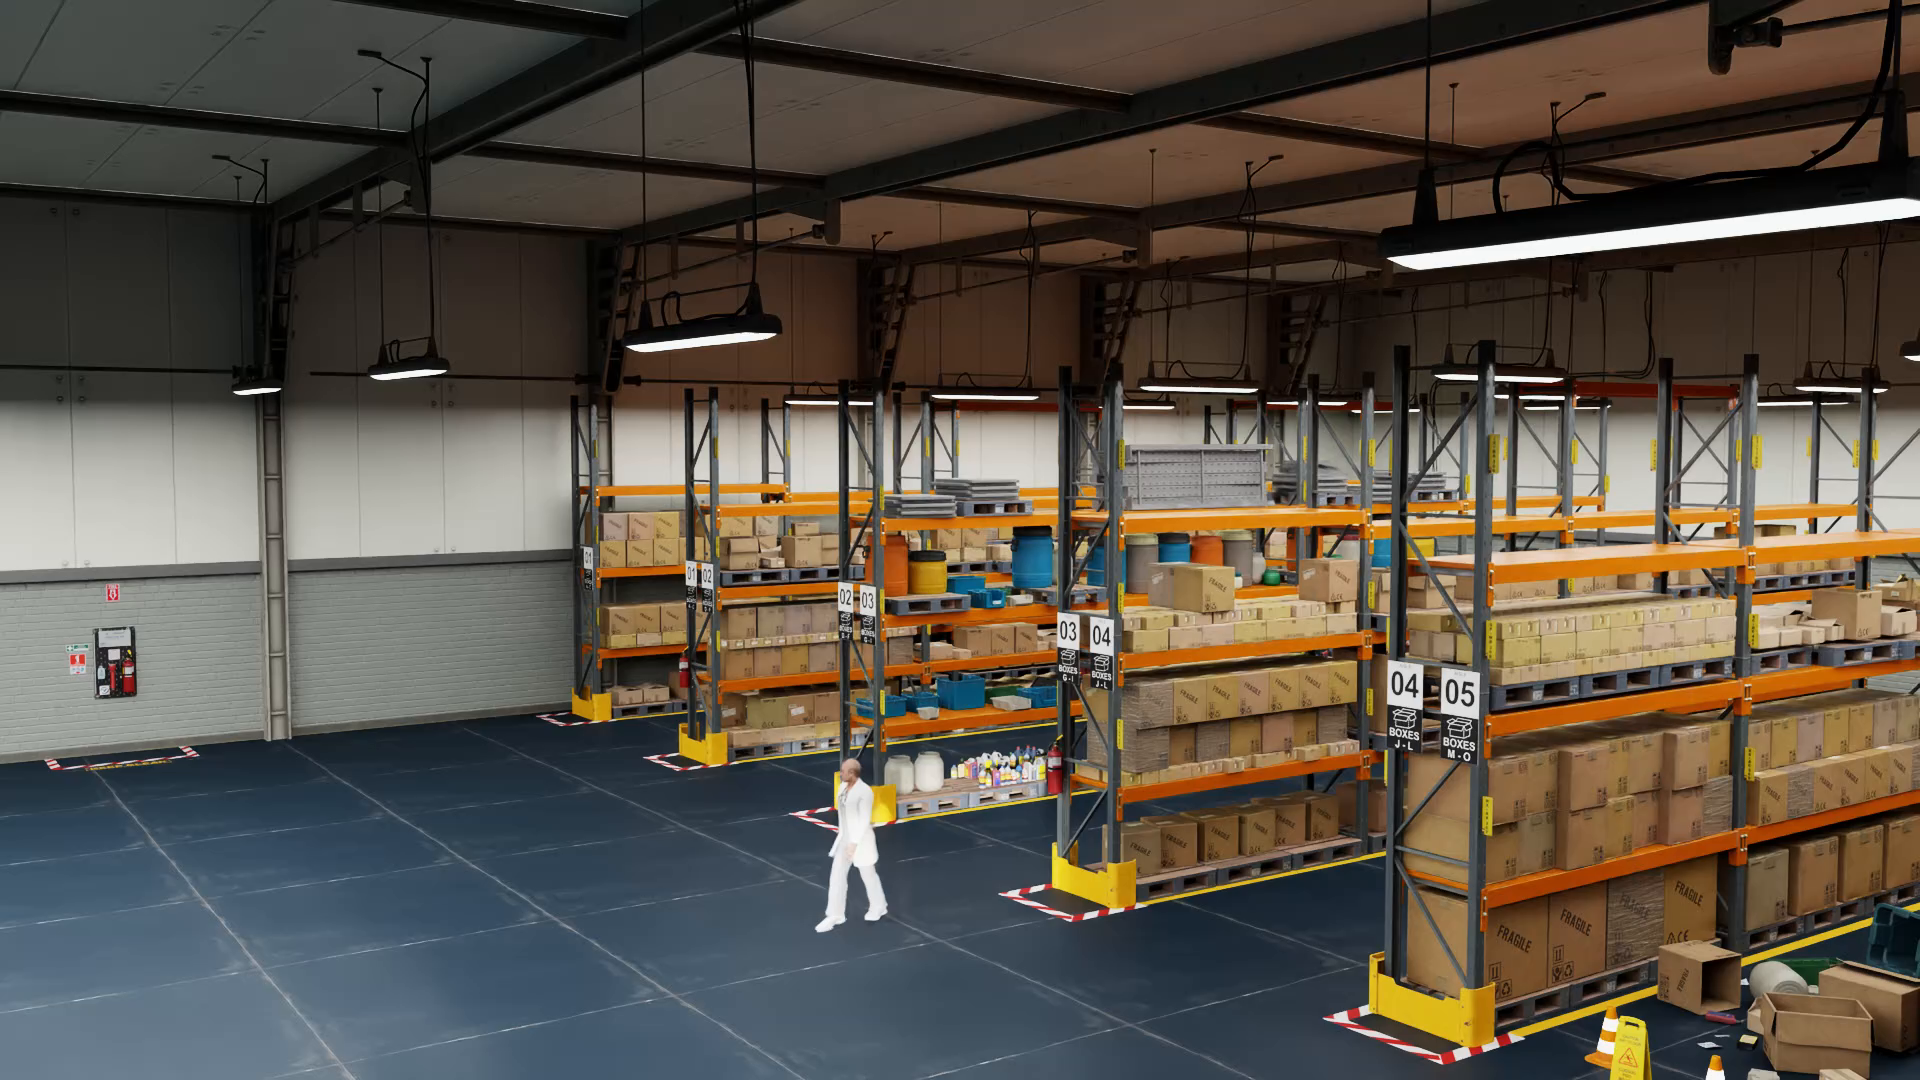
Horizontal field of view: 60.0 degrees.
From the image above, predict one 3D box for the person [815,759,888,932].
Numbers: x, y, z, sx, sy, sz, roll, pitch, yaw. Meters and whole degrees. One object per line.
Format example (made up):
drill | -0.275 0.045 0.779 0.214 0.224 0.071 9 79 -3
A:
person | -1.152 3.216 17.684 0.606 1.783 0.903 3 5 45
